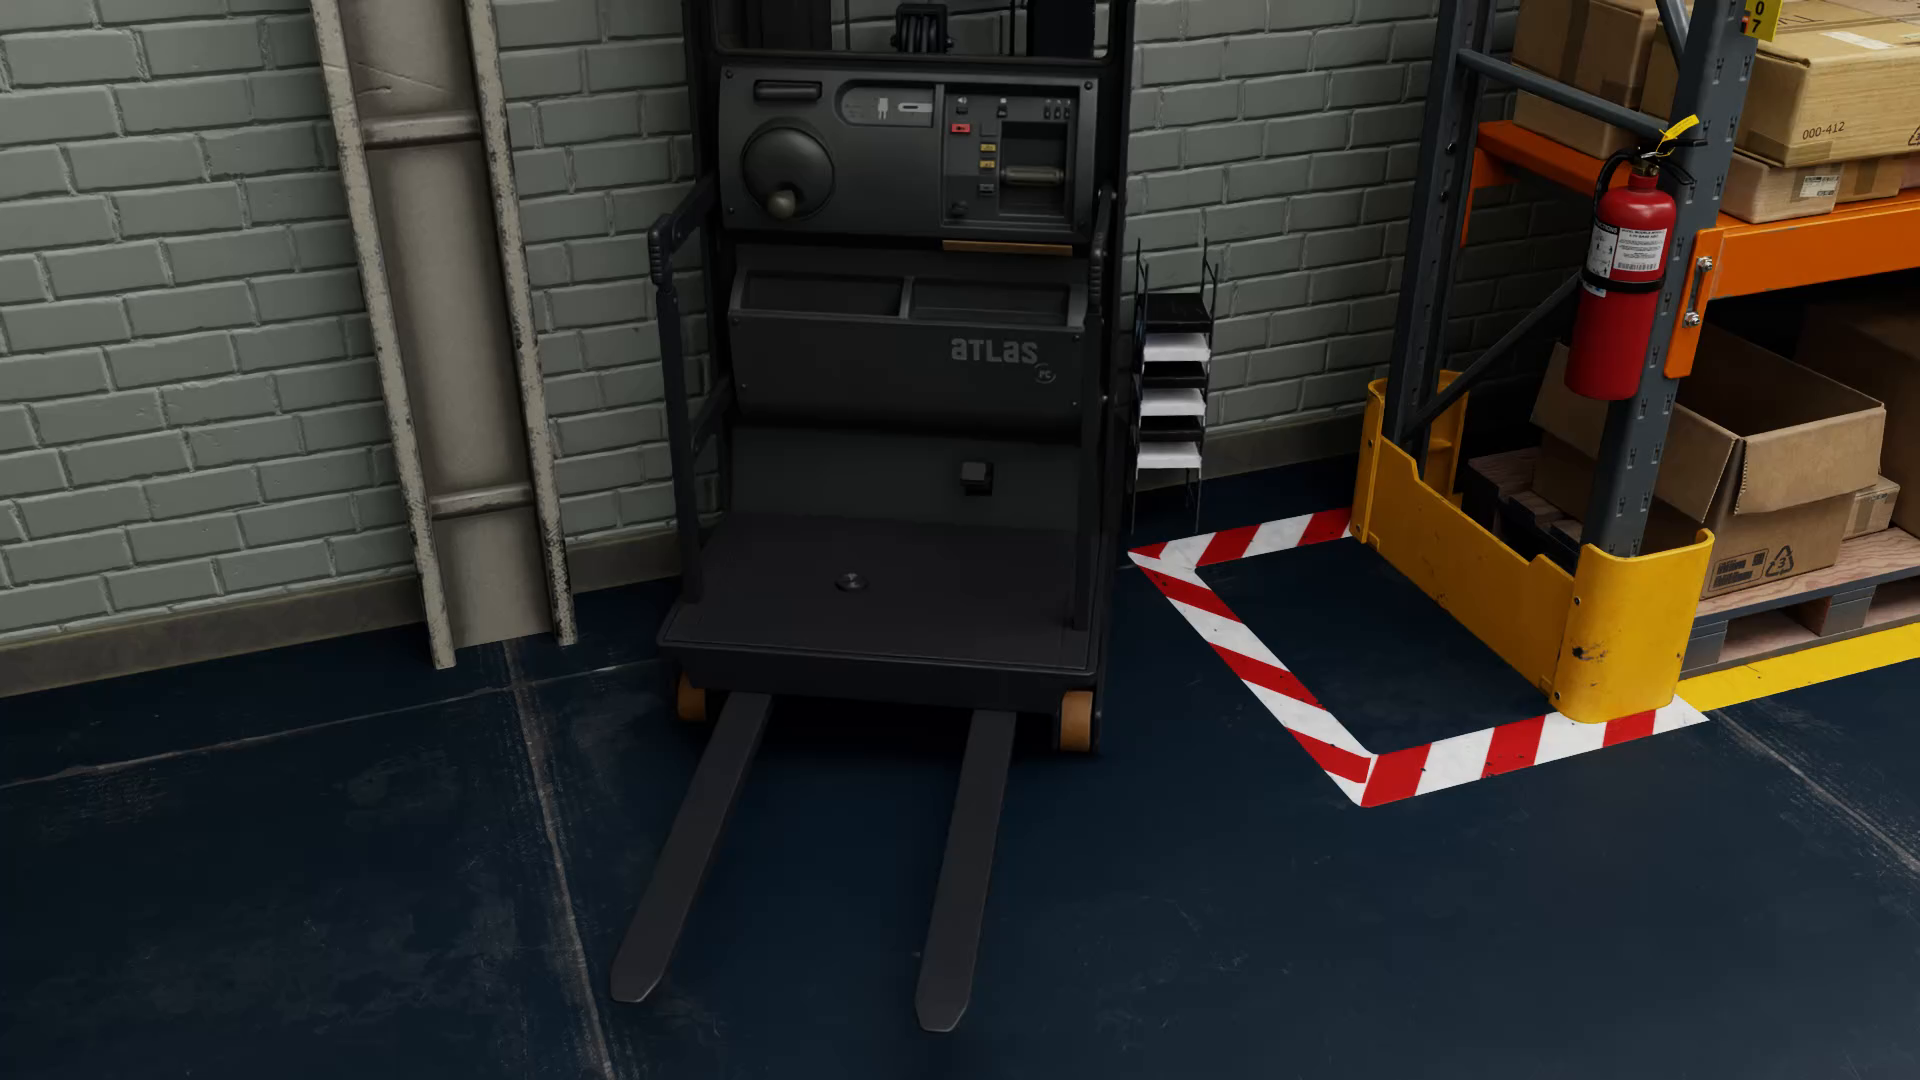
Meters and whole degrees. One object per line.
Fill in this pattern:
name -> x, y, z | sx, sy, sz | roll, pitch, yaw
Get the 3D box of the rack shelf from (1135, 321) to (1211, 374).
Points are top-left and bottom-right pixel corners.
rack shelf -> 0.646, -0.596, 5.090 | 0.200, 0.077, 0.258 | -1, 30, -1

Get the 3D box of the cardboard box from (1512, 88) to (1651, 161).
cardboard box -> 1.733, -1.168, 4.523 | 0.250, 0.149, 0.380 | -11, 31, -18

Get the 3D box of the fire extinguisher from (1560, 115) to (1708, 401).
fire extinguisher -> 1.539, -0.660, 3.833 | 0.183, 0.674, 0.296 | -10, 31, -18

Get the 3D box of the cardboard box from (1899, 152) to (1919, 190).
cardboard box -> 2.376, -1.042, 4.303 | 0.250, 0.149, 0.380 | -11, 31, -18

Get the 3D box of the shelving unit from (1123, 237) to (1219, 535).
shelving unit -> 0.646, -0.468, 5.163 | 0.210, 0.900, 0.258 | -1, 30, -1

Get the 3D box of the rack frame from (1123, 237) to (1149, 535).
rack frame -> 0.545, -0.467, 5.161 | 0.006, 0.900, 0.240 | -1, 30, -1

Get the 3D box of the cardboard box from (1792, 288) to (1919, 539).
cardboard box -> 2.937, -0.383, 4.993 | 0.500, 0.500, 0.700 | -9, 31, -16

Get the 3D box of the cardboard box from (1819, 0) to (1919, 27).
cardboard box -> 2.507, -1.200, 4.177 | 0.500, 0.250, 0.500 | -10, 31, -17

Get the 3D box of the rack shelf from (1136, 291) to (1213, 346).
rack shelf -> 0.646, -0.674, 5.046 | 0.200, 0.077, 0.258 | -1, 30, -1

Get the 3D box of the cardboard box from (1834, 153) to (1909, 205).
cardboard box -> 2.141, -0.981, 4.195 | 0.250, 0.149, 0.380 | -10, 31, -16

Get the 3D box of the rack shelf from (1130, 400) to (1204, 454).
rack shelf -> 0.646, -0.361, 5.224 | 0.200, 0.077, 0.258 | -1, 30, -1

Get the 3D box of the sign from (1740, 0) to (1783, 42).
sign -> 1.705, -1.220, 3.486 | 0.005, 0.325, 0.100 | -10, 31, -18

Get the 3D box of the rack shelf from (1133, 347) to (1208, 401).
rack shelf -> 0.646, -0.518, 5.135 | 0.200, 0.077, 0.258 | -1, 30, -1

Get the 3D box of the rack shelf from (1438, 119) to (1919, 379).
rack shelf -> 3.390, -1.128, 4.926 | 4.000, 0.370, 1.077 | -10, 31, -18

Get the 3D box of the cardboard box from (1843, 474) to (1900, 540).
cardboard box -> 2.534, -0.156, 4.949 | 0.250, 0.149, 0.380 | -12, 32, -20

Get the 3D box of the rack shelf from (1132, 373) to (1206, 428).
rack shelf -> 0.646, -0.439, 5.179 | 0.200, 0.077, 0.258 | -1, 30, -1

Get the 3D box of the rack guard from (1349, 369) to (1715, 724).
rack guard -> 1.587, -0.022, 4.784 | 0.348, 0.500, 1.175 | -10, 31, -18

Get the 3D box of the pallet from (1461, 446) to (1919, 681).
pallet -> 2.334, -0.035, 5.098 | 1.213, 0.211, 1.003 | -10, 31, -18

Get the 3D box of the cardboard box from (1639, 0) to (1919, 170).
cardboard box -> 2.035, -1.113, 4.024 | 0.500, 0.250, 0.500 | -10, 31, -17

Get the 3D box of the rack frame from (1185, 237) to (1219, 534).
rack frame -> 0.748, -0.469, 5.165 | 0.006, 0.900, 0.240 | -1, 30, -1

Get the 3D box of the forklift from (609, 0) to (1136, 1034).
forklift -> -0.157, -0.908, 3.884 | 1.130, 2.935, 3.031 | 4, 30, 6

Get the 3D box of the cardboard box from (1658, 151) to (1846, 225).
cardboard box -> 1.919, -0.916, 4.081 | 0.250, 0.149, 0.380 | -11, 31, -18

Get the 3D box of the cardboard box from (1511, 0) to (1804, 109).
cardboard box -> 1.854, -1.362, 4.461 | 0.500, 0.250, 0.500 | -10, 31, -16

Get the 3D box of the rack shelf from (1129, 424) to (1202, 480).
rack shelf -> 0.646, -0.283, 5.268 | 0.200, 0.077, 0.258 | -1, 30, -1

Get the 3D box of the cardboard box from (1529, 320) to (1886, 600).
cardboard box -> 2.122, -0.255, 4.764 | 0.637, 0.503, 0.797 | -12, 32, -20

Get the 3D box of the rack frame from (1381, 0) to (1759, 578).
rack frame -> 1.516, -1.095, 4.142 | 0.127, 3.000, 1.000 | -10, 31, -18
